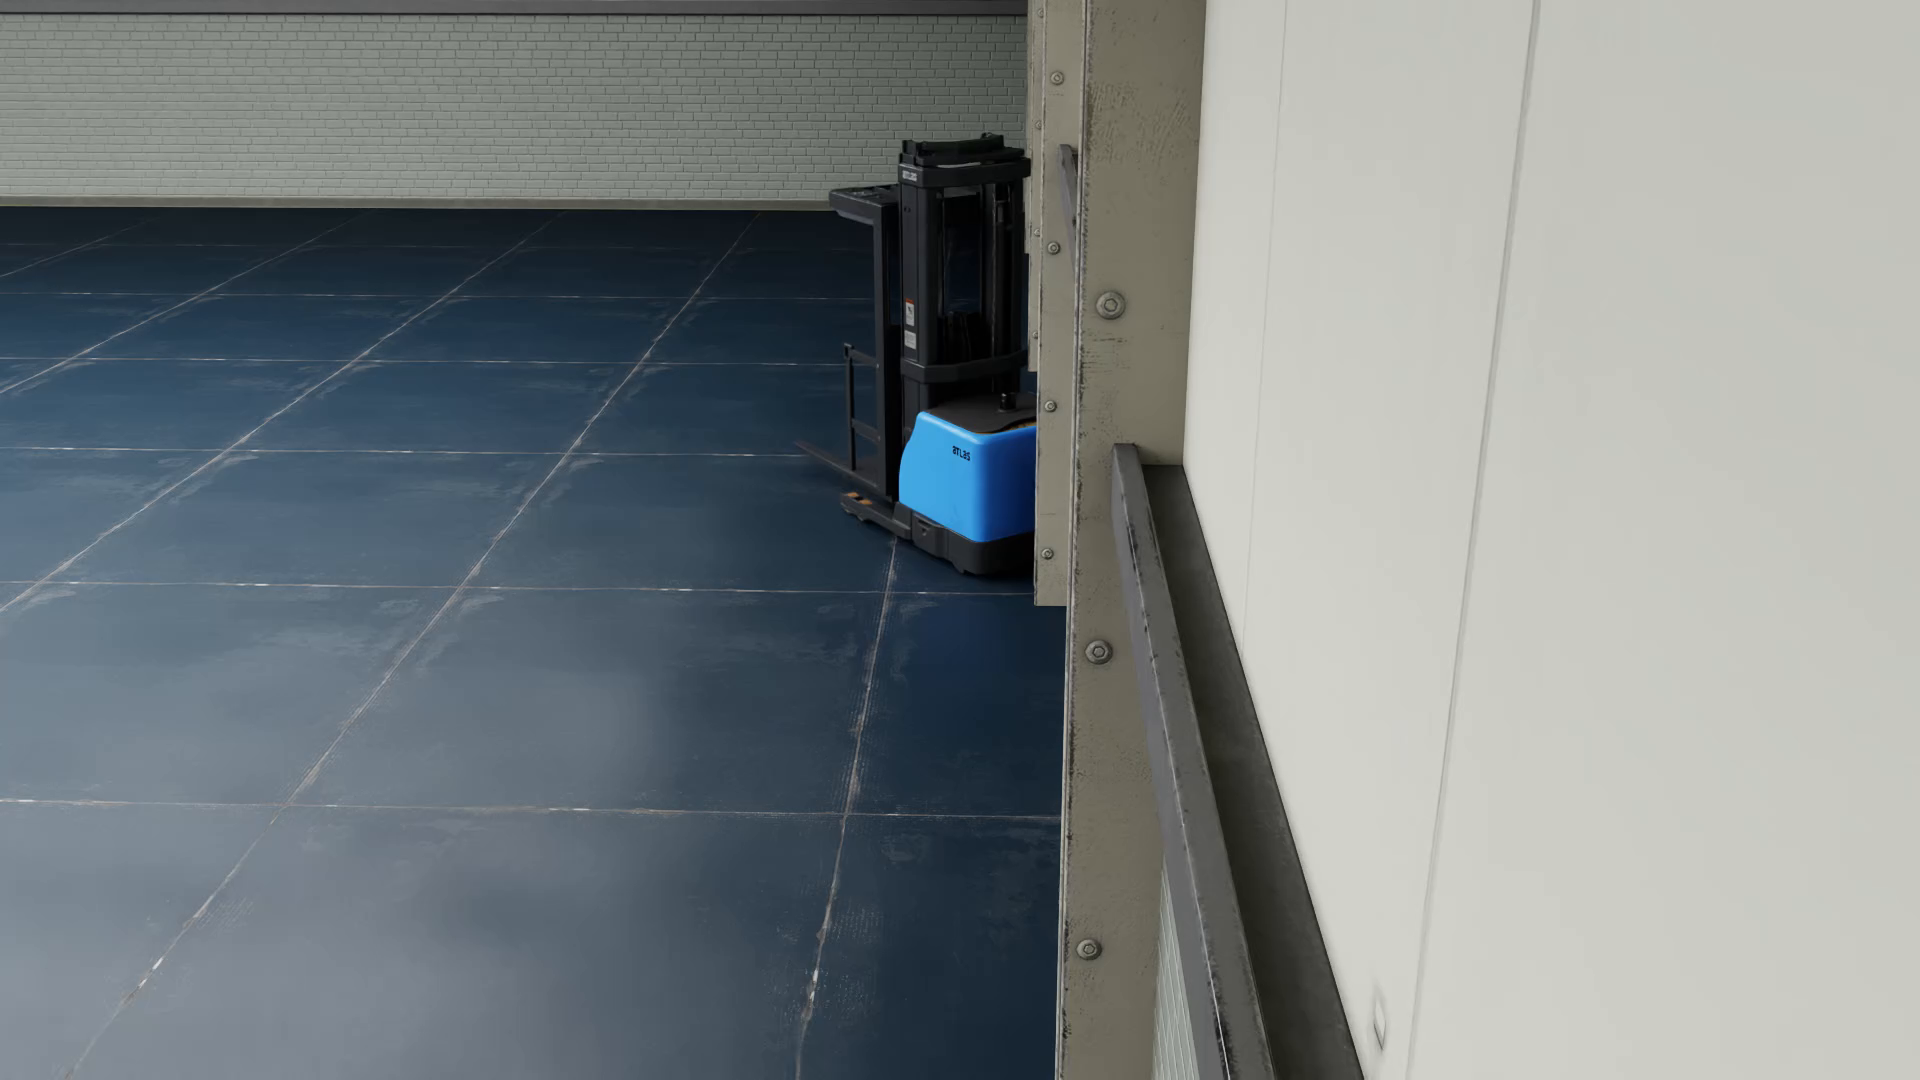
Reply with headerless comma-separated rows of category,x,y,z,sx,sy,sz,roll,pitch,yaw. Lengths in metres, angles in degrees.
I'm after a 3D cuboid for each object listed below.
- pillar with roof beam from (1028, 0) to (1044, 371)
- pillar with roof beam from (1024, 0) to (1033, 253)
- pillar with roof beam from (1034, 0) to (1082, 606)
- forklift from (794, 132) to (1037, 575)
pillar with roof beam,-3.450,-6.034,15.641,9.100,9.000,0.400,1,21,2
pillar with roof beam,-3.268,-8.204,21.232,9.100,9.000,0.400,1,21,2
pillar with roof beam,-3.633,-3.865,10.050,9.100,9.000,0.400,1,21,2
forklift,-0.282,-1.600,12.602,1.130,2.935,3.031,-14,25,-31
